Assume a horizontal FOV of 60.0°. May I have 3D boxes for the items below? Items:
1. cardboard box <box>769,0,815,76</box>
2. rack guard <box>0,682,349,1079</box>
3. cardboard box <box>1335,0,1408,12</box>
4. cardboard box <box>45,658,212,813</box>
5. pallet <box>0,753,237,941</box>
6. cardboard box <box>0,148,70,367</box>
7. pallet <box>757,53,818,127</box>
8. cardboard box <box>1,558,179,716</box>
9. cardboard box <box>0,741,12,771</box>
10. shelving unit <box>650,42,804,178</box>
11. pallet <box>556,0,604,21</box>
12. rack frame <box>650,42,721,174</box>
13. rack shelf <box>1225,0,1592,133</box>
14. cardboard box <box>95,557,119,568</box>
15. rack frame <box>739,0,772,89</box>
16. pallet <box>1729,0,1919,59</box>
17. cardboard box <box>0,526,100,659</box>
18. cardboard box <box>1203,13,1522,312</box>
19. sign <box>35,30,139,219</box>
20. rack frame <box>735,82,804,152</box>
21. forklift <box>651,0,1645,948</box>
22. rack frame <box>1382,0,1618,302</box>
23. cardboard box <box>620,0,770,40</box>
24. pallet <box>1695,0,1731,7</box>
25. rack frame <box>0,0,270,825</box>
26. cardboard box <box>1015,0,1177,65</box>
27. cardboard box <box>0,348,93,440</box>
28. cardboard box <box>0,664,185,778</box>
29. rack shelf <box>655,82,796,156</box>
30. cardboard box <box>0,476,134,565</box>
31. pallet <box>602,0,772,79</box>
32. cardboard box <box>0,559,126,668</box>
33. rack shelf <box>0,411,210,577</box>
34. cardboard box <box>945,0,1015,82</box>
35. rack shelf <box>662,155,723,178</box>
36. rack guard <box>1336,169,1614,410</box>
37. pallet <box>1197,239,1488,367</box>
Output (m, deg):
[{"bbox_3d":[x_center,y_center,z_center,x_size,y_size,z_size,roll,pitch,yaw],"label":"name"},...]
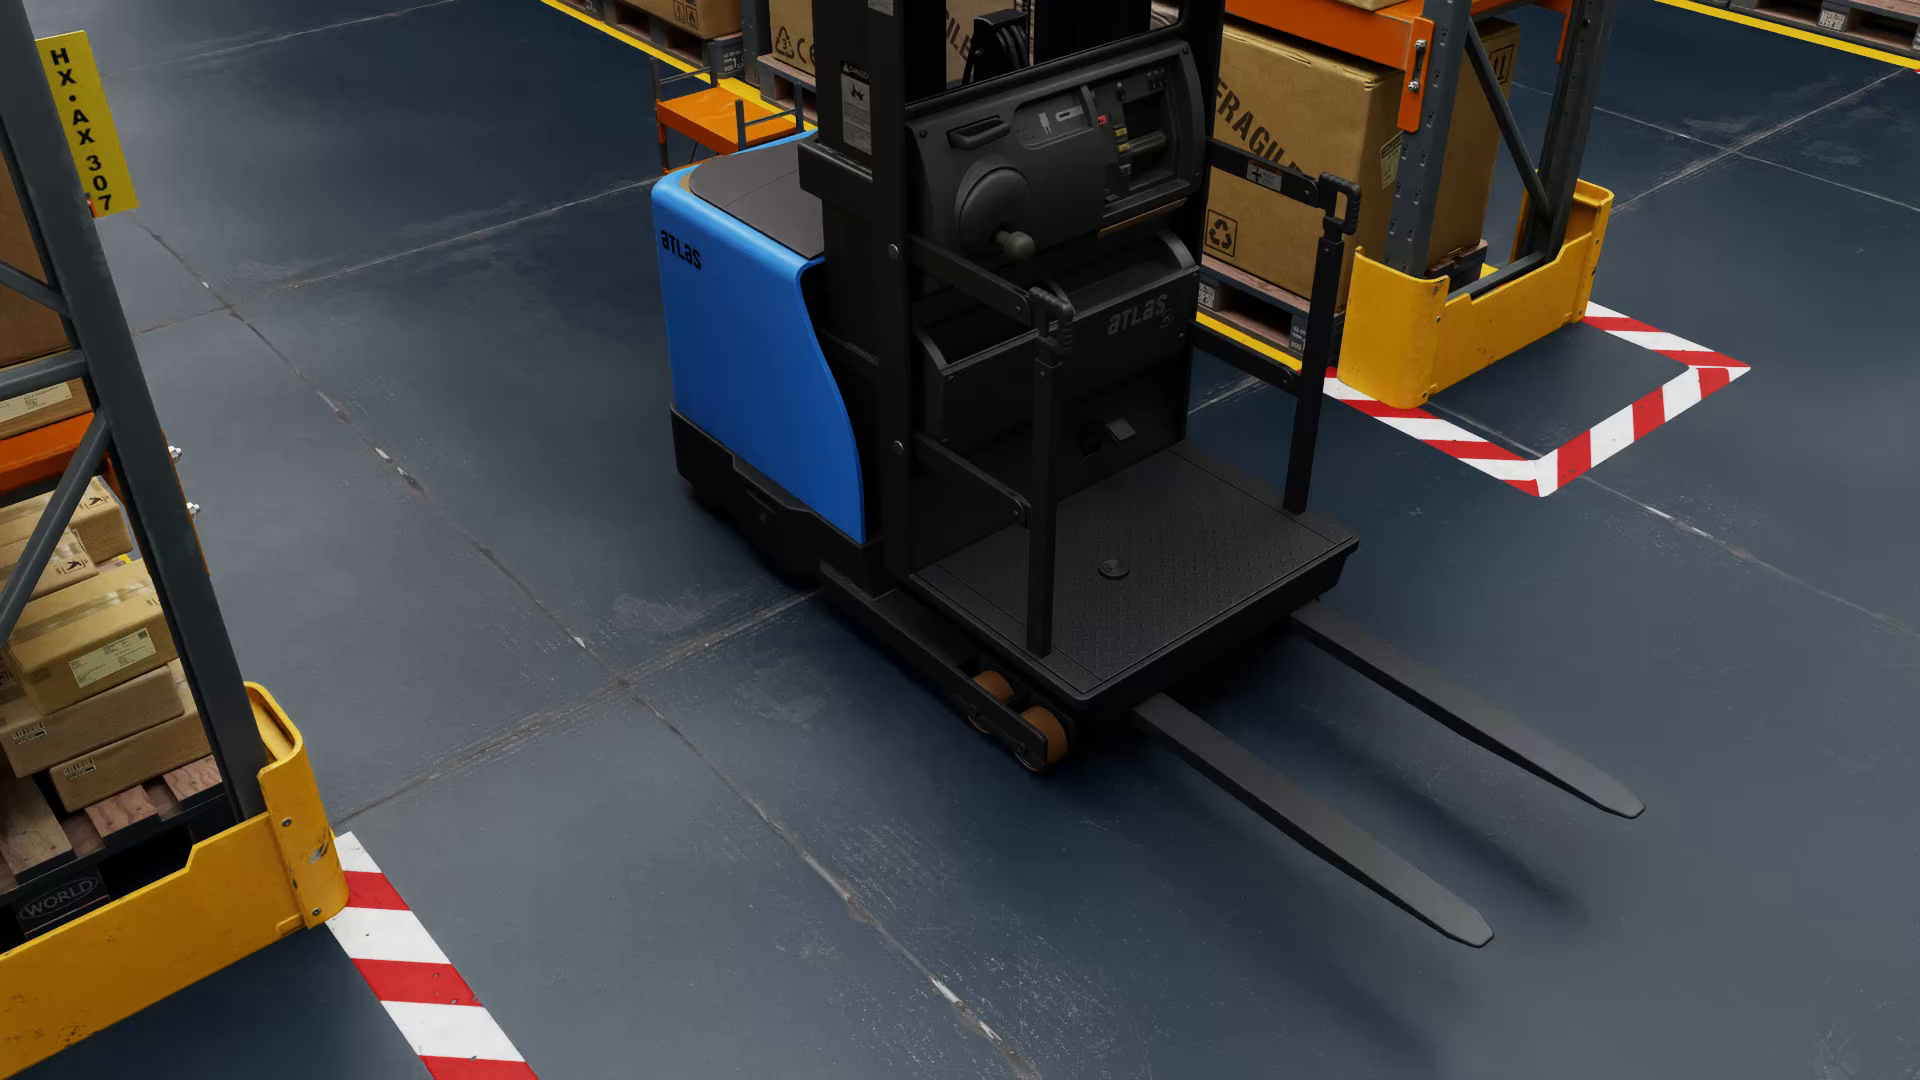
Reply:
[{"bbox_3d":[-0.322,-2.725,7.978,0.875,0.875,0.875,-26,43,-32],"label":"cardboard box"},{"bbox_3d":[-2.008,0.816,3.666,1.175,0.500,0.348,-26,43,-32],"label":"rack guard"},{"bbox_3d":[1.413,-1.908,5.566,0.380,0.149,0.250,-25,42,-31],"label":"cardboard box"},{"bbox_3d":[-2.053,0.471,4.094,0.380,0.149,0.250,-25,42,-31],"label":"cardboard box"},{"bbox_3d":[-2.506,0.562,4.274,1.003,0.211,1.213,-26,43,-32],"label":"pallet"},{"bbox_3d":[-2.038,-0.634,3.206,0.500,0.500,0.500,-24,42,-30],"label":"cardboard box"},{"bbox_3d":[-0.256,-2.239,8.229,1.003,0.211,1.213,-26,43,-32],"label":"pallet"},{"bbox_3d":[-2.038,0.220,3.932,0.380,0.149,0.250,-28,44,-34],"label":"cardboard box"},{"bbox_3d":[-2.285,0.386,4.214,0.380,0.149,0.250,-26,43,-32],"label":"cardboard box"},{"bbox_3d":[-0.748,-1.000,5.624,0.258,1.200,0.503,-26,43,-32],"label":"shelving unit"},{"bbox_3d":[-2.034,-3.456,9.947,1.003,0.211,1.213,-26,43,-32],"label":"pallet"},{"bbox_3d":[-0.906,-1.107,5.775,0.240,1.200,0.015,-26,43,-32],"label":"rack frame"},{"bbox_3d":[0.604,-2.565,6.900,1.077,0.370,4.000,-26,43,-32],"label":"rack shelf"},{"bbox_3d":[-2.531,0.125,4.582,0.380,0.149,0.250,-25,43,-31],"label":"cardboard box"},{"bbox_3d":[-0.687,-3.742,7.938,1.000,3.000,0.127,-26,43,-32],"label":"rack frame"},{"bbox_3d":[5.176,-3.064,9.394,1.003,0.211,1.213,-26,43,-32],"label":"pallet"},{"bbox_3d":[-2.308,0.144,4.040,0.380,0.149,0.250,-25,42,-31],"label":"cardboard box"},{"bbox_3d":[1.421,-1.533,6.294,0.875,0.875,0.875,-26,43,-32],"label":"cardboard box"},{"bbox_3d":[-1.545,-0.726,2.931,0.100,0.325,0.005,-26,43,-32],"label":"sign"},{"bbox_3d":[-0.590,-0.892,5.472,0.240,1.200,0.015,-26,43,-32],"label":"rack frame"},{"bbox_3d":[0.405,-0.920,4.013,1.130,2.935,3.031,-26,43,-32],"label":"forklift"},{"bbox_3d":[1.895,-1.976,5.445,1.000,3.000,0.127,-26,43,-32],"label":"rack frame"},{"bbox_3d":[-1.115,-3.321,8.820,1.225,0.875,0.875,-26,43,-32],"label":"cardboard box"},{"bbox_3d":[4.393,-3.602,10.154,1.003,0.211,1.213,-26,43,-32],"label":"pallet"},{"bbox_3d":[-1.959,-0.171,2.896,1.000,3.000,0.127,-26,43,-32],"label":"rack frame"},{"bbox_3d":[0.833,-1.935,6.862,0.875,0.875,0.875,-26,43,-32],"label":"cardboard box"},{"bbox_3d":[-1.918,-0.333,3.343,0.380,0.149,0.250,-26,43,-32],"label":"cardboard box"},{"bbox_3d":[-2.101,0.373,3.974,0.380,0.149,0.250,-24,42,-30],"label":"cardboard box"},{"bbox_3d":[-0.748,-1.321,5.397,0.258,0.148,0.480,-26,43,-32],"label":"rack shelf"},{"bbox_3d":[-2.373,-0.015,4.265,0.380,0.149,0.250,-26,43,-32],"label":"cardboard box"},{"bbox_3d":[-1.242,-2.917,9.186,1.003,0.211,1.213,-26,43,-32],"label":"pallet"},{"bbox_3d":[-2.235,0.231,4.175,0.380,0.149,0.250,-26,43,-32],"label":"cardboard box"},{"bbox_3d":[-3.250,-0.760,4.350,1.077,0.370,4.000,-26,43,-32],"label":"rack shelf"},{"bbox_3d":[0.259,-2.328,7.416,0.875,0.875,0.875,-26,43,-32],"label":"cardboard box"},{"bbox_3d":[-0.748,-1.127,5.533,0.258,0.148,0.480,-26,43,-32],"label":"rack shelf"},{"bbox_3d":[1.910,-0.945,6.152,1.175,0.500,0.348,-26,43,-32],"label":"rack guard"},{"bbox_3d":[1.319,-1.162,6.708,1.003,0.211,1.213,-26,43,-32],"label":"pallet"}]
